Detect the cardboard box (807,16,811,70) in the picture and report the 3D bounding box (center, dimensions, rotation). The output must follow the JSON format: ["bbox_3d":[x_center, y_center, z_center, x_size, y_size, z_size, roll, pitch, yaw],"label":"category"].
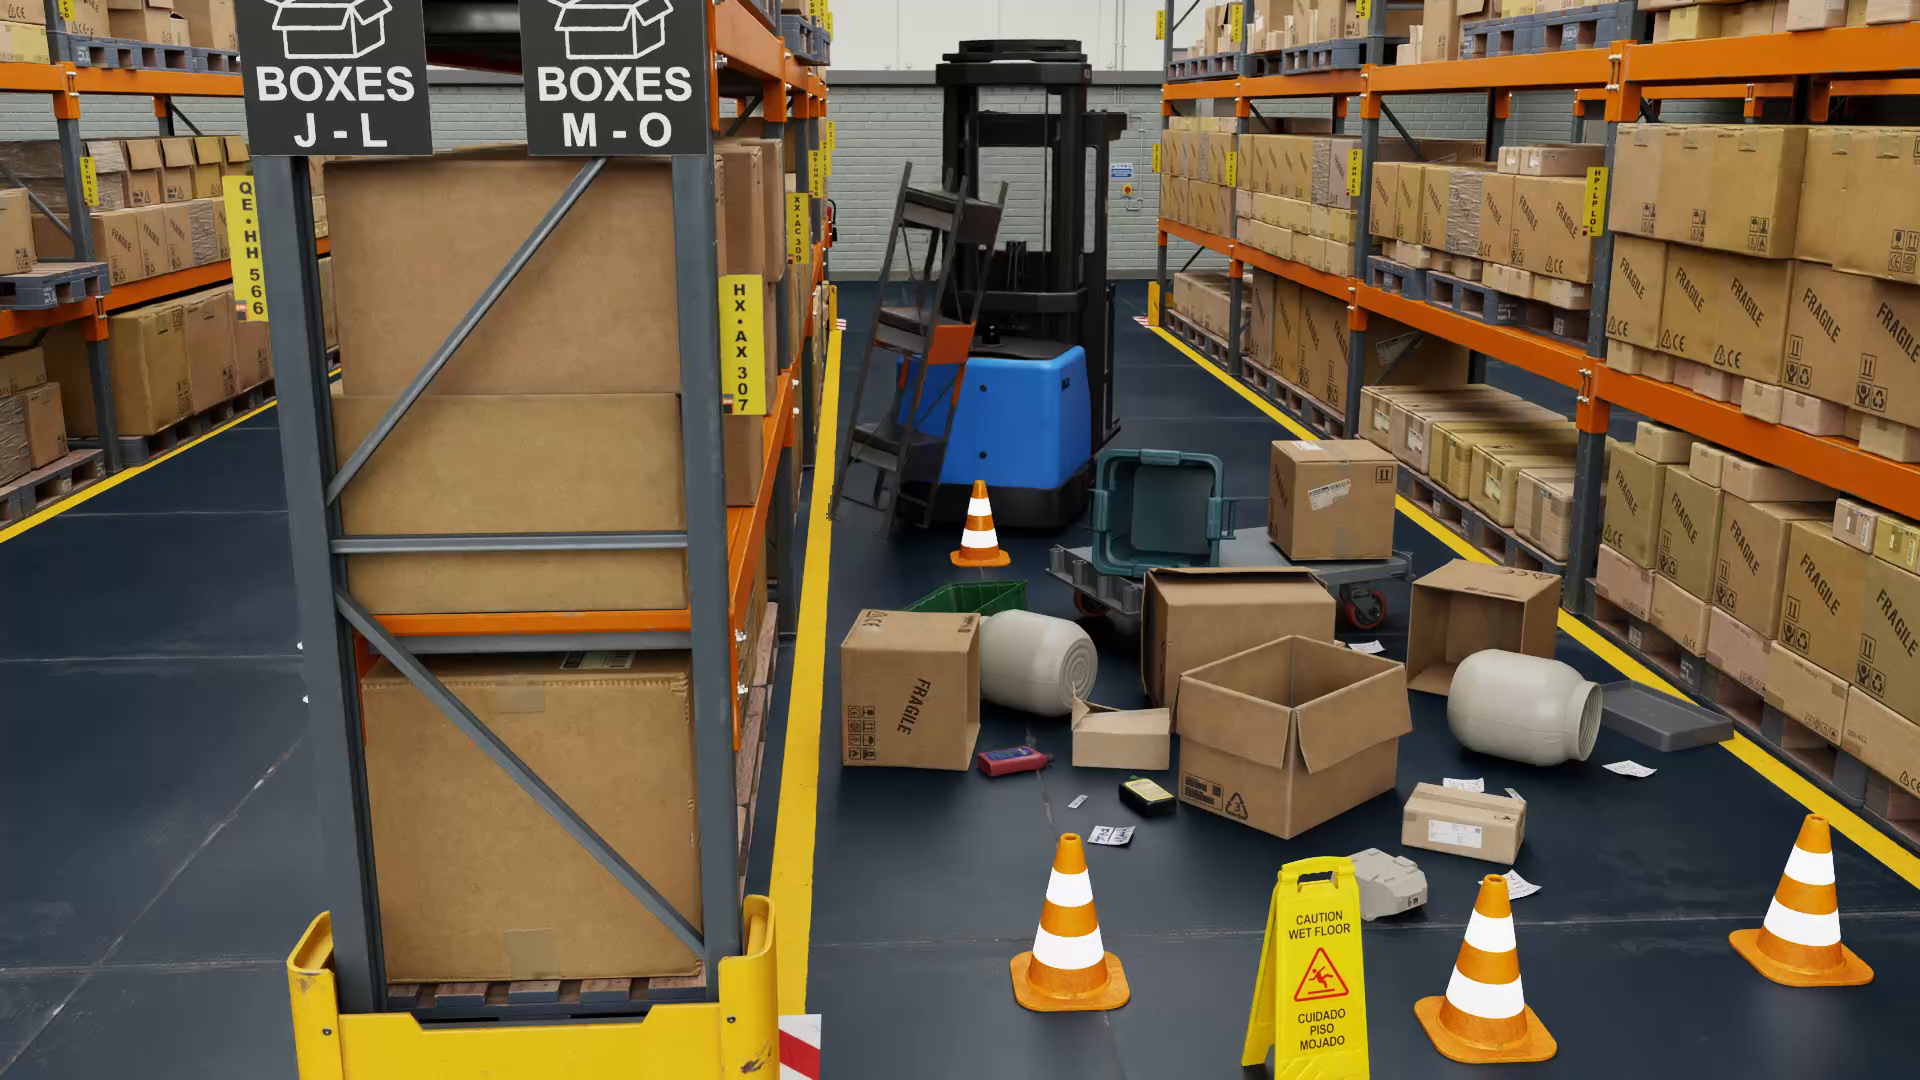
[{"bbox_3d":[-1.327,-3.625,11.877,0.500,0.500,0.500,-1,14,-3],"label":"cardboard box"}]

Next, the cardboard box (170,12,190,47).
[{"bbox_3d":[-6.783,-4.260,13.881,0.500,0.311,0.500,-1,14,-5],"label":"cardboard box"}]

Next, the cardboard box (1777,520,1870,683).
[{"bbox_3d":[3.503,0.224,6.305,0.500,0.500,0.500,-1,14,-5],"label":"cardboard box"}]

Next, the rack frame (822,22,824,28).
[{"bbox_3d":[-2.053,-6.873,18.680,1.000,3.000,0.127,-1,14,-3],"label":"rack frame"}]

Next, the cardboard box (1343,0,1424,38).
[{"bbox_3d":[3.203,-3.877,12.006,0.797,0.503,0.637,-2,15,-7],"label":"cardboard box"}]

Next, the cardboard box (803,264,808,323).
[{"bbox_3d":[-1.165,-1.543,9.803,0.500,0.500,0.500,-1,14,-3],"label":"cardboard box"}]

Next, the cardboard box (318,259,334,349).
[{"bbox_3d":[-6.722,-2.261,16.217,0.875,0.875,0.875,-1,14,-3],"label":"cardboard box"}]

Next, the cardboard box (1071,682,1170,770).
[{"bbox_3d":[0.636,0.740,6.618,0.396,0.266,0.258,2,15,6],"label":"cardboard box"}]

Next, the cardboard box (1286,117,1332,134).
[{"bbox_3d":[3.369,-4.004,16.059,0.380,0.149,0.250,-1,14,-4],"label":"cardboard box"}]

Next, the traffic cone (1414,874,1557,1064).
[{"bbox_3d":[1.472,1.153,4.616,0.336,0.463,0.334,-1,14,-3],"label":"traffic cone"}]

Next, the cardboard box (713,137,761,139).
[{"bbox_3d":[-1.320,-1.487,7.317,0.875,0.550,0.550,-1,14,-3],"label":"cardboard box"}]

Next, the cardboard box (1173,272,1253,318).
[{"bbox_3d":[3.022,-2.869,19.457,0.875,0.438,0.875,-1,14,-5],"label":"cardboard box"}]

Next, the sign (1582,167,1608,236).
[{"bbox_3d":[3.072,-1.636,8.042,0.100,0.325,0.005,-1,14,-3],"label":"sign"}]

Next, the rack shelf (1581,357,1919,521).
[{"bbox_3d":[3.749,-0.239,6.380,1.077,0.370,4.000,-1,14,-3],"label":"rack shelf"}]

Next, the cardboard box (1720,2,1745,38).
[{"bbox_3d":[3.486,-2.209,7.075,0.380,0.149,0.250,-1,14,-3],"label":"cardboard box"}]

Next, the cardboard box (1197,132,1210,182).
[{"bbox_3d":[2.761,-3.973,17.241,0.500,0.500,0.500,-1,14,-3],"label":"cardboard box"}]

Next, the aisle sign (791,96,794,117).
[{"bbox_3d":[-1.758,-5.250,19.192,0.394,0.787,0.004,-1,14,-3],"label":"aisle sign"}]

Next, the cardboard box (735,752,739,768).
[{"bbox_3d":[-1.226,0.451,5.676,0.875,0.875,0.875,-1,14,-4],"label":"cardboard box"}]

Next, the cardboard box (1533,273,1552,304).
[{"bbox_3d":[3.319,-1.356,8.939,0.380,0.149,0.250,-1,14,-5],"label":"cardboard box"}]

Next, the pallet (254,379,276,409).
[{"bbox_3d":[-6.638,-1.380,14.968,1.003,0.211,1.213,-1,14,-3],"label":"pallet"}]

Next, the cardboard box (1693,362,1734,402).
[{"bbox_3d":[3.419,-0.690,7.194,0.380,0.149,0.250,0,14,-2],"label":"cardboard box"}]

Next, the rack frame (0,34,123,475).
[{"bbox_3d":[-6.514,-1.927,11.495,1.000,3.000,0.127,-1,14,-3],"label":"rack frame"}]

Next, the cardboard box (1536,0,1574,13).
[{"bbox_3d":[3.418,-2.937,8.861,0.500,0.250,0.500,-1,14,-3],"label":"cardboard box"}]

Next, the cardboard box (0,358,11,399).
[{"bbox_3d":[-6.399,-0.994,10.500,0.500,0.250,0.500,1,14,3],"label":"cardboard box"}]

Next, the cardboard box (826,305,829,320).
[{"bbox_3d":[-1.695,-2.600,18.992,0.380,0.149,0.250,0,14,-2],"label":"cardboard box"}]

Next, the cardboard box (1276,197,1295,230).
[{"bbox_3d":[2.974,-2.749,13.990,0.500,0.250,0.500,-1,14,-5],"label":"cardboard box"}]

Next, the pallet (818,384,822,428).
[{"bbox_3d":[-1.676,-1.125,13.974,1.003,0.211,1.213,-1,14,-3],"label":"pallet"}]

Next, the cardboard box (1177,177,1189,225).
[{"bbox_3d":[2.698,-3.742,18.349,0.500,0.500,0.500,-1,14,-4],"label":"cardboard box"}]

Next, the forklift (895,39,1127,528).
[{"bbox_3d":[0.489,-1.811,11.184,1.130,2.935,3.031,4,15,15],"label":"forklift"}]

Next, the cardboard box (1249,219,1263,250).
[{"bbox_3d":[2.927,-2.760,15.033,0.500,0.250,0.500,-1,14,-5],"label":"cardboard box"}]

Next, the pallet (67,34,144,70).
[{"bbox_3d":[-6.606,-3.447,11.764,1.213,0.211,1.003,0,14,-1],"label":"pallet"}]

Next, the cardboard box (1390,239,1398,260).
[{"bbox_3d":[3.196,-2.007,11.468,0.380,0.149,0.250,-2,15,-7],"label":"cardboard box"}]

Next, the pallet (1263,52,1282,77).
[{"bbox_3d":[3.236,-4.207,14.723,0.805,0.209,1.217,-1,15,-6],"label":"pallet"}]

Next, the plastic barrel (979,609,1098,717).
[{"bbox_3d":[0.292,0.523,7.145,0.512,0.421,0.421,10,18,35],"label":"plastic barrel"}]

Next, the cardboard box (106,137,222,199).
[{"bbox_3d":[-6.683,-3.126,13.943,0.797,0.503,0.637,-1,14,-3],"label":"cardboard box"}]

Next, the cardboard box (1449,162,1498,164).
[{"bbox_3d":[3.683,-2.367,11.565,0.500,0.500,0.500,-1,14,-5],"label":"cardboard box"}]

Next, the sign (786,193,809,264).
[{"bbox_3d":[-0.755,-1.450,7.746,0.100,0.325,0.005,-1,14,-3],"label":"sign"}]

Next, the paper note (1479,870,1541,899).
[{"bbox_3d":[1.828,1.143,5.521,0.148,0.019,0.142,-6,16,-23],"label":"paper note"}]

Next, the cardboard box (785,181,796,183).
[{"bbox_3d":[-1.475,-2.793,13.328,0.380,0.149,0.250,0,14,-2],"label":"cardboard box"}]

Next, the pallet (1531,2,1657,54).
[{"bbox_3d":[3.693,-2.602,8.476,1.213,0.211,1.003,-1,14,-3],"label":"pallet"}]

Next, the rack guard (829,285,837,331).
[{"bbox_3d":[-2.048,-2.738,19.666,1.175,0.500,0.348,-1,14,-3],"label":"rack guard"}]

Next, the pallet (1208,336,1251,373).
[{"bbox_3d":[3.161,-1.914,17.043,1.003,0.211,1.213,-1,14,-3],"label":"pallet"}]

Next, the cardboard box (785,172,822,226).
[{"bbox_3d":[-1.584,-3.293,16.006,0.500,0.500,0.500,-1,14,-4],"label":"cardboard box"}]

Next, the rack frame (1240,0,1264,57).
[{"bbox_3d":[3.130,-5.980,15.208,1.000,3.000,0.127,-1,14,-3],"label":"rack frame"}]

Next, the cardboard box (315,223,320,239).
[{"bbox_3d":[-6.481,-3.009,16.207,0.380,0.149,0.250,0,14,-2],"label":"cardboard box"}]

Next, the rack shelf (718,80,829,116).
[{"bbox_3d":[-1.929,-4.575,17.210,1.077,0.370,4.000,-1,14,-3],"label":"rack shelf"}]

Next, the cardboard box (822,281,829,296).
[{"bbox_3d":[-1.666,-2.825,18.671,0.380,0.149,0.250,-1,14,-5],"label":"cardboard box"}]

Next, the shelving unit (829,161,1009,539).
[{"bbox_3d":[-0.246,-1.087,9.644,0.431,2.100,0.503,20,16,25],"label":"shelving unit"}]

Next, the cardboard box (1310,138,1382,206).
[{"bbox_3d":[3.044,-2.864,12.932,0.500,0.500,0.500,-1,14,-2],"label":"cardboard box"}]

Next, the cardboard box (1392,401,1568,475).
[{"bbox_3d":[3.456,-0.686,11.105,0.950,0.372,0.625,-1,14,-5],"label":"cardboard box"}]

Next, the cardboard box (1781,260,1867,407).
[{"bbox_3d":[3.498,-0.789,6.275,0.500,0.500,0.500,-1,14,-3],"label":"cardboard box"}]

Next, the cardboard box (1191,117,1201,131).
[{"bbox_3d":[2.681,-4.437,17.743,0.380,0.149,0.250,-1,14,-5],"label":"cardboard box"}]
